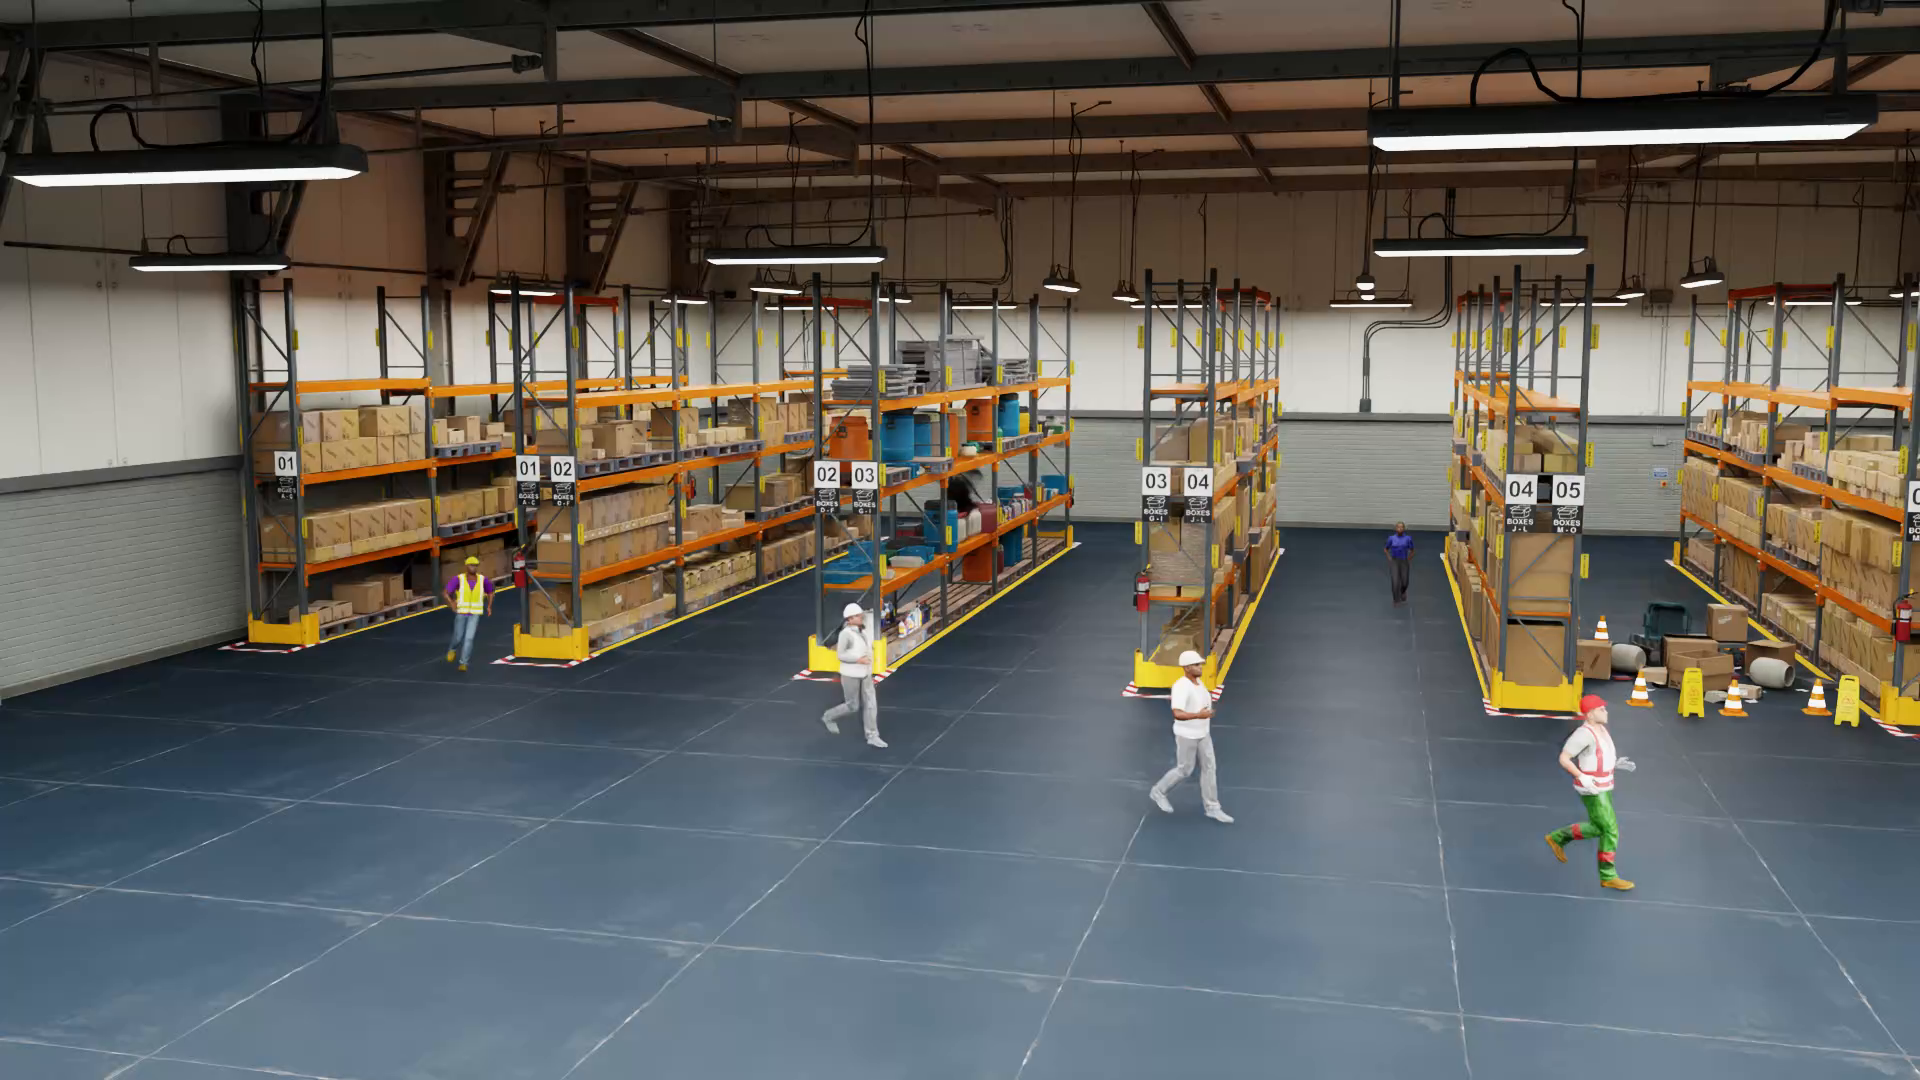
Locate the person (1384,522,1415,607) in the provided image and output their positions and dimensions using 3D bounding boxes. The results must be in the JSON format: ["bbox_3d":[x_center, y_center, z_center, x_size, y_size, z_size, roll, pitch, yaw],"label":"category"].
[{"bbox_3d":[8.263,0.462,31.303,0.573,1.592,0.563,2,7,13],"label":"person"}]

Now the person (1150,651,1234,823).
[{"bbox_3d":[2.419,2.026,17.301,0.917,1.765,0.701,5,8,35],"label":"person"}]

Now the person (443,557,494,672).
[{"bbox_3d":[-7.464,1.118,25.333,0.764,1.722,0.892,-3,7,-23],"label":"person"}]

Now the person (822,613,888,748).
[{"bbox_3d":[-1.294,1.687,20.565,0.936,1.717,0.661,4,8,33],"label":"person"}]

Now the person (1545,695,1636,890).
[{"bbox_3d":[5.823,2.298,15.350,0.876,1.761,0.669,6,9,41],"label":"person"}]
